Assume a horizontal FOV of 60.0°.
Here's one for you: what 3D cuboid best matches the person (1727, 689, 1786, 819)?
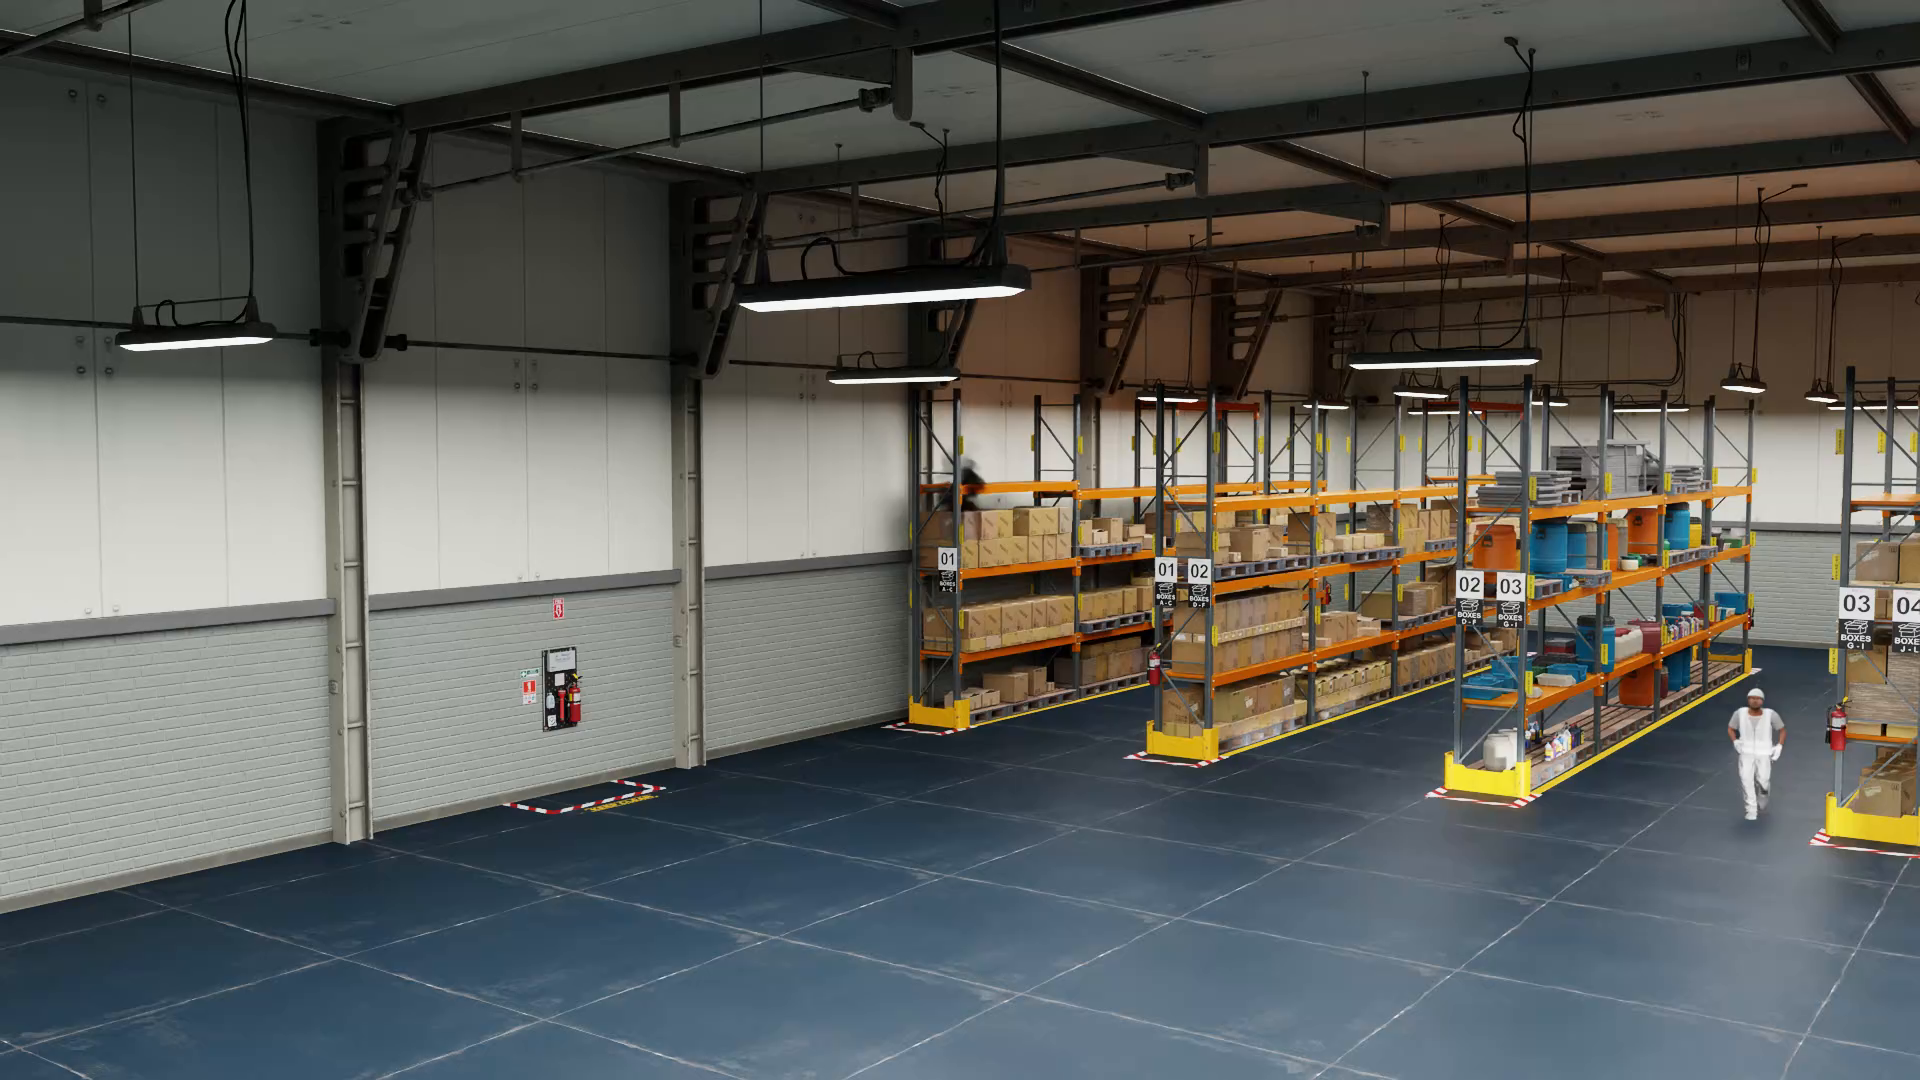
[{"bbox_3d":[10.691,2.862,22.347,0.714,1.745,0.626,2,4,28],"label":"person"}]
